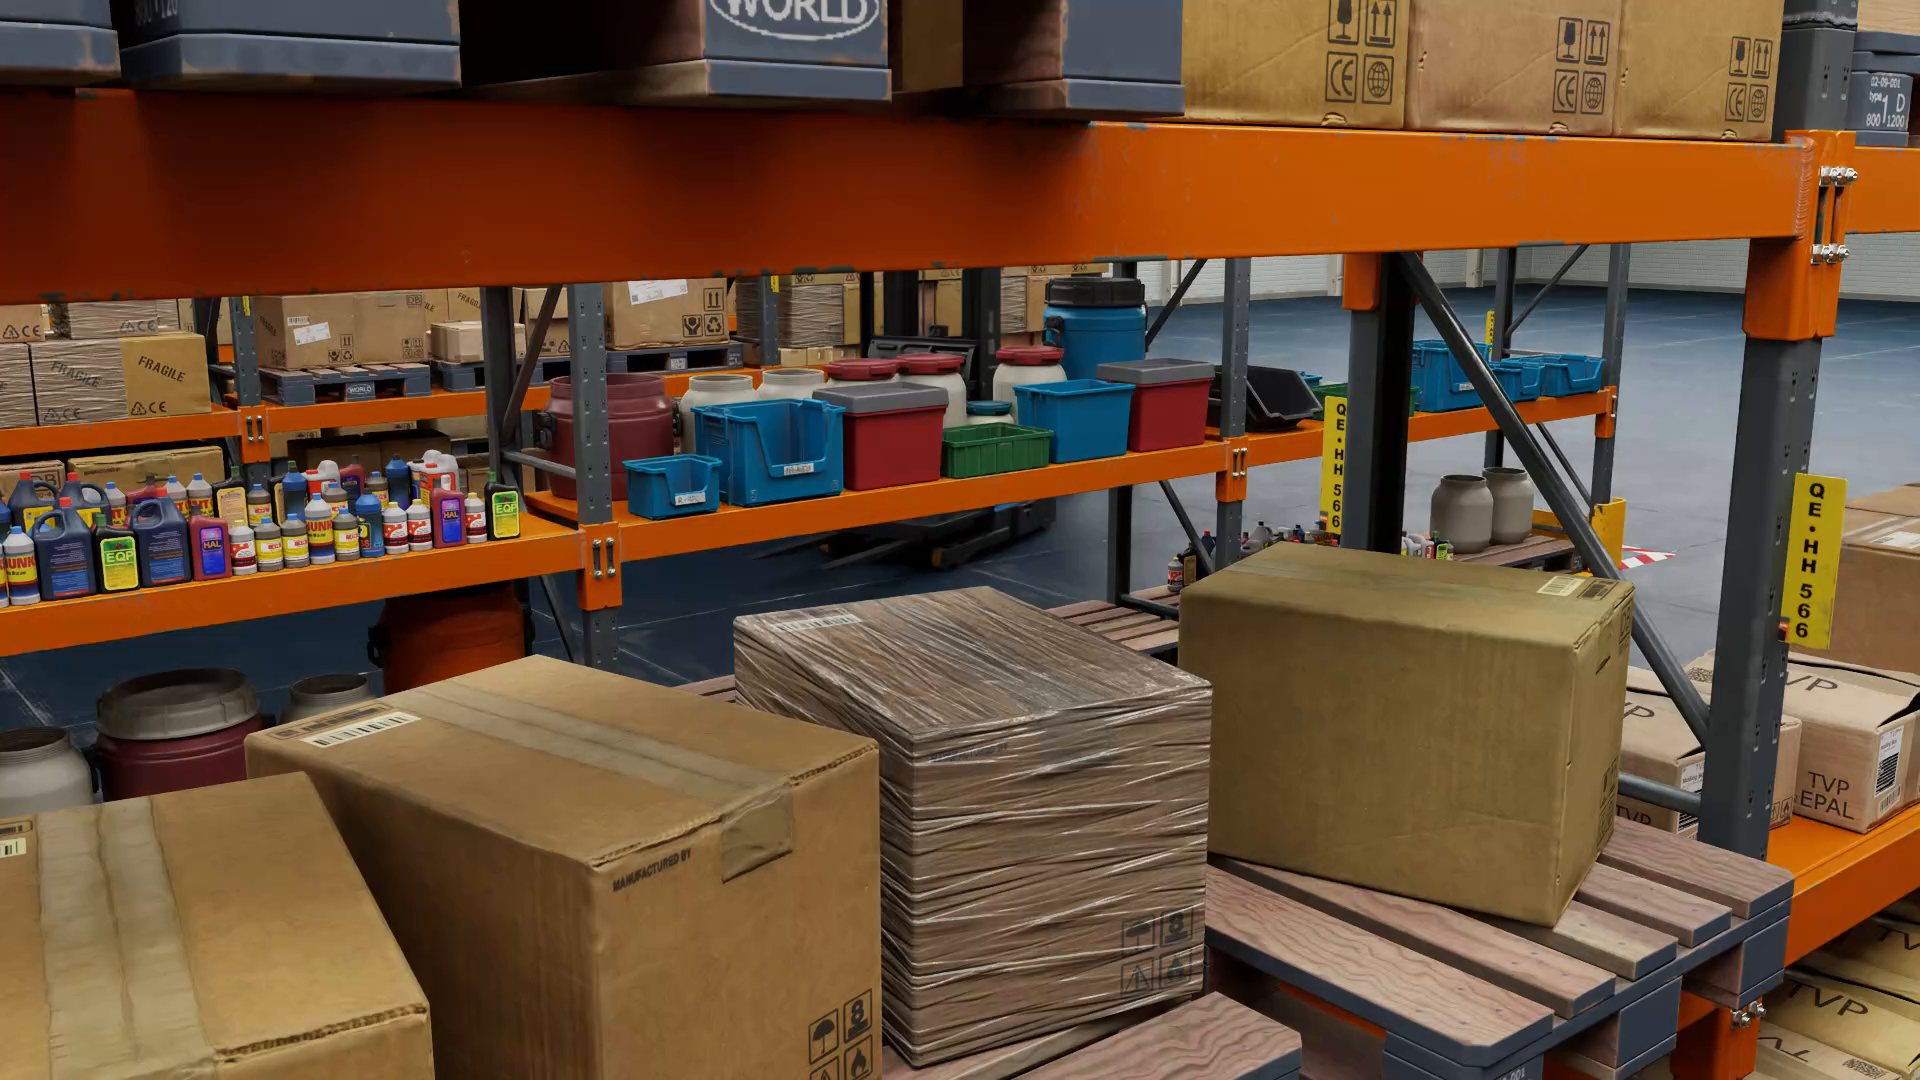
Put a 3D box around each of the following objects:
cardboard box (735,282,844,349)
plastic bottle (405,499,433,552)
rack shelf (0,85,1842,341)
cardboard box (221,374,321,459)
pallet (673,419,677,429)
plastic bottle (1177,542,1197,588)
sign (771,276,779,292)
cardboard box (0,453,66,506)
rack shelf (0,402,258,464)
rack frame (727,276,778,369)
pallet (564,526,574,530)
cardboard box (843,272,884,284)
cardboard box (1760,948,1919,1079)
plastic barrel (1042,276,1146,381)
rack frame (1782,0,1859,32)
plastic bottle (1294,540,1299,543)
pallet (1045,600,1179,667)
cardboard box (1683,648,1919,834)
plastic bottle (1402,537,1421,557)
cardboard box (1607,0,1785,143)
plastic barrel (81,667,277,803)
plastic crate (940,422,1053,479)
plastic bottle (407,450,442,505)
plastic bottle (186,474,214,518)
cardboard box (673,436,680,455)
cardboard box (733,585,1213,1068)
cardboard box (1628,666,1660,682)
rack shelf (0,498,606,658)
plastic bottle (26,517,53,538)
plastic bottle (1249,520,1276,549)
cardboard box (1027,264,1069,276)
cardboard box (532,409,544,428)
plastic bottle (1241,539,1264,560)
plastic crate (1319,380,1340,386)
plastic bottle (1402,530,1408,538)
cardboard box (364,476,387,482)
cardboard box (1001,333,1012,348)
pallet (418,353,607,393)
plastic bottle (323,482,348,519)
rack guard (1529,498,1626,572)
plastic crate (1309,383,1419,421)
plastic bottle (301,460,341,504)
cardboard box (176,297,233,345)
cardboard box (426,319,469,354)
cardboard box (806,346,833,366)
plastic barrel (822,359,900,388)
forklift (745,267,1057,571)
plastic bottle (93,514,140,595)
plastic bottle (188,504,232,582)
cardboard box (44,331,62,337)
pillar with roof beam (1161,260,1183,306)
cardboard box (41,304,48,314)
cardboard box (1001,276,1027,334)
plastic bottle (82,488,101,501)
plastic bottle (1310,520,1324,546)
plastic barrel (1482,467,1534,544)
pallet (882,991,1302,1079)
[{"bbox_3d":[-1.423,-1.888,13.841,0.500,0.500,0.875,-9,15,-38],"label":"cardboard box"},{"bbox_3d":[-2.174,-0.062,6.677,0.097,0.201,0.097,0,12,0],"label":"plastic bottle"},{"bbox_3d":[-0.313,-0.375,2.182,4.000,0.370,1.077,-9,15,-38],"label":"rack shelf"},{"bbox_3d":[-6.744,-1.227,16.090,0.750,0.750,1.050,-9,15,-37],"label":"cardboard box"},{"bbox_3d":[-3.237,-1.344,18.949,1.213,0.211,1.003,-9,15,-38],"label":"pallet"},{"bbox_3d":[1.450,0.156,10.653,0.133,0.283,0.061,-9,15,-35],"label":"plastic bottle"},{"bbox_3d":[-1.464,-2.122,13.112,0.005,0.325,0.100,-9,15,-38],"label":"sign"},{"bbox_3d":[-6.189,-0.091,10.442,0.875,0.875,1.225,-9,15,-37],"label":"cardboard box"},{"bbox_3d":[-6.498,-0.515,10.062,4.000,0.370,1.077,-9,15,-38],"label":"rack shelf"},{"bbox_3d":[-1.813,-1.645,13.654,0.127,3.000,1.000,-9,15,-38],"label":"rack frame"},{"bbox_3d":[-3.374,-0.021,12.717,1.213,0.211,1.003,-9,15,-38],"label":"pallet"},{"bbox_3d":[-0.914,-2.411,13.896,0.500,0.500,0.500,-9,15,-38],"label":"cardboard box"},{"bbox_3d":[2.246,1.257,4.248,0.500,0.311,0.500,-10,16,-39],"label":"cardboard box"},{"bbox_3d":[0.790,-1.086,9.814,0.708,0.901,0.600,-9,15,-38],"label":"plastic barrel"},{"bbox_3d":[1.249,-2.453,3.018,0.127,3.000,1.000,-9,15,-38],"label":"rack frame"},{"bbox_3d":[2.080,0.178,10.387,0.185,0.351,0.144,-9,15,-38],"label":"plastic bottle"},{"bbox_3d":[0.692,0.631,9.651,1.213,0.211,1.003,-9,15,-38],"label":"pallet"},{"bbox_3d":[2.068,0.440,4.049,0.500,0.311,0.500,-10,15,-38],"label":"cardboard box"},{"bbox_3d":[2.922,0.112,10.877,0.135,0.276,0.152,-10,16,-39],"label":"plastic bottle"},{"bbox_3d":[0.929,-0.973,3.026,0.500,0.500,0.910,-9,15,-38],"label":"cardboard box"},{"bbox_3d":[-3.096,0.864,6.631,0.708,0.588,0.600,-9,15,-38],"label":"plastic barrel"},{"bbox_3d":[0.097,-0.466,8.613,0.662,0.188,0.450,-9,15,-38],"label":"plastic crate"},{"bbox_3d":[-2.382,-0.258,7.422,0.135,0.276,0.152,-9,15,-38],"label":"plastic bottle"},{"bbox_3d":[-3.136,-0.138,6.867,0.097,0.271,0.097,0,12,0],"label":"plastic bottle"},{"bbox_3d":[-2.306,-0.561,13.509,0.500,0.500,0.700,-11,16,-42],"label":"cardboard box"},{"bbox_3d":[-0.006,0.415,2.703,0.500,0.500,0.700,-6,13,-27],"label":"cardboard box"},{"bbox_3d":[1.779,0.443,4.428,0.250,0.149,0.380,-9,15,-38],"label":"cardboard box"},{"bbox_3d":[-3.404,0.289,6.279,4.000,0.370,1.077,-9,15,-38],"label":"rack shelf"},{"bbox_3d":[-3.293,0.052,5.974,0.097,0.271,0.097,0,12,0],"label":"plastic bottle"},{"bbox_3d":[2.006,0.042,11.029,0.185,0.351,0.144,-10,15,-38],"label":"plastic bottle"},{"bbox_3d":[0.648,-2.670,15.119,0.500,0.500,0.500,-9,15,-38],"label":"cardboard box"},{"bbox_3d":[-4.298,-1.699,18.012,0.875,0.875,0.875,-9,15,-37],"label":"cardboard box"},{"bbox_3d":[1.866,0.141,10.741,0.135,0.276,0.152,-9,15,-38],"label":"plastic bottle"},{"bbox_3d":[2.391,-0.964,11.084,0.437,0.136,0.530,-9,15,-38],"label":"plastic crate"},{"bbox_3d":[2.963,0.073,11.042,0.133,0.283,0.061,-9,15,-38],"label":"plastic bottle"},{"bbox_3d":[-4.426,-0.209,11.848,0.500,0.500,0.700,-10,16,-41],"label":"cardboard box"},{"bbox_3d":[0.251,-1.806,15.016,0.250,0.149,0.380,-9,15,-38],"label":"cardboard box"},{"bbox_3d":[-3.417,-1.296,12.471,1.213,0.211,1.003,-9,15,-38],"label":"pallet"},{"bbox_3d":[-2.651,-0.144,7.063,0.097,0.201,0.097,0,12,0],"label":"plastic bottle"},{"bbox_3d":[4.374,-0.120,12.492,0.348,0.500,1.175,-9,15,-38],"label":"rack guard"},{"bbox_3d":[2.517,-0.868,10.507,0.662,0.188,0.450,-9,15,-38],"label":"plastic crate"},{"bbox_3d":[-2.744,-0.198,7.139,0.135,0.276,0.152,-9,15,-38],"label":"plastic bottle"},{"bbox_3d":[-7.042,-2.073,15.431,0.500,0.500,0.500,-10,15,-38],"label":"cardboard box"},{"bbox_3d":[-3.803,-1.526,12.405,0.258,0.266,0.396,-10,16,-39],"label":"cardboard box"},{"bbox_3d":[-1.254,-1.532,13.725,0.250,0.149,0.380,-9,15,-38],"label":"cardboard box"},{"bbox_3d":[-0.514,-0.668,8.727,0.433,0.535,0.433,0,12,0],"label":"plastic barrel"},{"bbox_3d":[-0.409,-1.321,12.292,1.130,2.935,3.031,7,14,31],"label":"forklift"},{"bbox_3d":[-3.033,0.046,5.973,0.133,0.283,0.061,-9,15,-38],"label":"plastic bottle"},{"bbox_3d":[-2.784,0.004,6.167,0.133,0.283,0.061,-9,15,-38],"label":"plastic bottle"},{"bbox_3d":[-5.887,-1.089,10.793,0.500,0.500,0.500,-10,16,-39],"label":"cardboard box"},{"bbox_3d":[7.654,-9.204,34.808,0.548,9.000,9.100,-9,15,-38],"label":"pillar with roof beam"},{"bbox_3d":[-8.058,-2.034,14.362,0.250,0.149,0.380,-9,15,-37],"label":"cardboard box"},{"bbox_3d":[0.131,-2.149,15.072,0.500,0.500,0.875,-9,15,-38],"label":"cardboard box"},{"bbox_3d":[-3.465,-0.078,6.574,0.135,0.276,0.152,-9,15,-38],"label":"plastic bottle"},{"bbox_3d":[2.448,0.001,11.412,0.097,0.271,0.097,0,12,0],"label":"plastic bottle"},{"bbox_3d":[3.938,-0.251,12.069,0.421,0.512,0.421,0,12,0],"label":"plastic barrel"},{"bbox_3d":[-0.267,0.828,2.469,1.213,0.211,1.003,-9,15,-38],"label":"pallet"}]
